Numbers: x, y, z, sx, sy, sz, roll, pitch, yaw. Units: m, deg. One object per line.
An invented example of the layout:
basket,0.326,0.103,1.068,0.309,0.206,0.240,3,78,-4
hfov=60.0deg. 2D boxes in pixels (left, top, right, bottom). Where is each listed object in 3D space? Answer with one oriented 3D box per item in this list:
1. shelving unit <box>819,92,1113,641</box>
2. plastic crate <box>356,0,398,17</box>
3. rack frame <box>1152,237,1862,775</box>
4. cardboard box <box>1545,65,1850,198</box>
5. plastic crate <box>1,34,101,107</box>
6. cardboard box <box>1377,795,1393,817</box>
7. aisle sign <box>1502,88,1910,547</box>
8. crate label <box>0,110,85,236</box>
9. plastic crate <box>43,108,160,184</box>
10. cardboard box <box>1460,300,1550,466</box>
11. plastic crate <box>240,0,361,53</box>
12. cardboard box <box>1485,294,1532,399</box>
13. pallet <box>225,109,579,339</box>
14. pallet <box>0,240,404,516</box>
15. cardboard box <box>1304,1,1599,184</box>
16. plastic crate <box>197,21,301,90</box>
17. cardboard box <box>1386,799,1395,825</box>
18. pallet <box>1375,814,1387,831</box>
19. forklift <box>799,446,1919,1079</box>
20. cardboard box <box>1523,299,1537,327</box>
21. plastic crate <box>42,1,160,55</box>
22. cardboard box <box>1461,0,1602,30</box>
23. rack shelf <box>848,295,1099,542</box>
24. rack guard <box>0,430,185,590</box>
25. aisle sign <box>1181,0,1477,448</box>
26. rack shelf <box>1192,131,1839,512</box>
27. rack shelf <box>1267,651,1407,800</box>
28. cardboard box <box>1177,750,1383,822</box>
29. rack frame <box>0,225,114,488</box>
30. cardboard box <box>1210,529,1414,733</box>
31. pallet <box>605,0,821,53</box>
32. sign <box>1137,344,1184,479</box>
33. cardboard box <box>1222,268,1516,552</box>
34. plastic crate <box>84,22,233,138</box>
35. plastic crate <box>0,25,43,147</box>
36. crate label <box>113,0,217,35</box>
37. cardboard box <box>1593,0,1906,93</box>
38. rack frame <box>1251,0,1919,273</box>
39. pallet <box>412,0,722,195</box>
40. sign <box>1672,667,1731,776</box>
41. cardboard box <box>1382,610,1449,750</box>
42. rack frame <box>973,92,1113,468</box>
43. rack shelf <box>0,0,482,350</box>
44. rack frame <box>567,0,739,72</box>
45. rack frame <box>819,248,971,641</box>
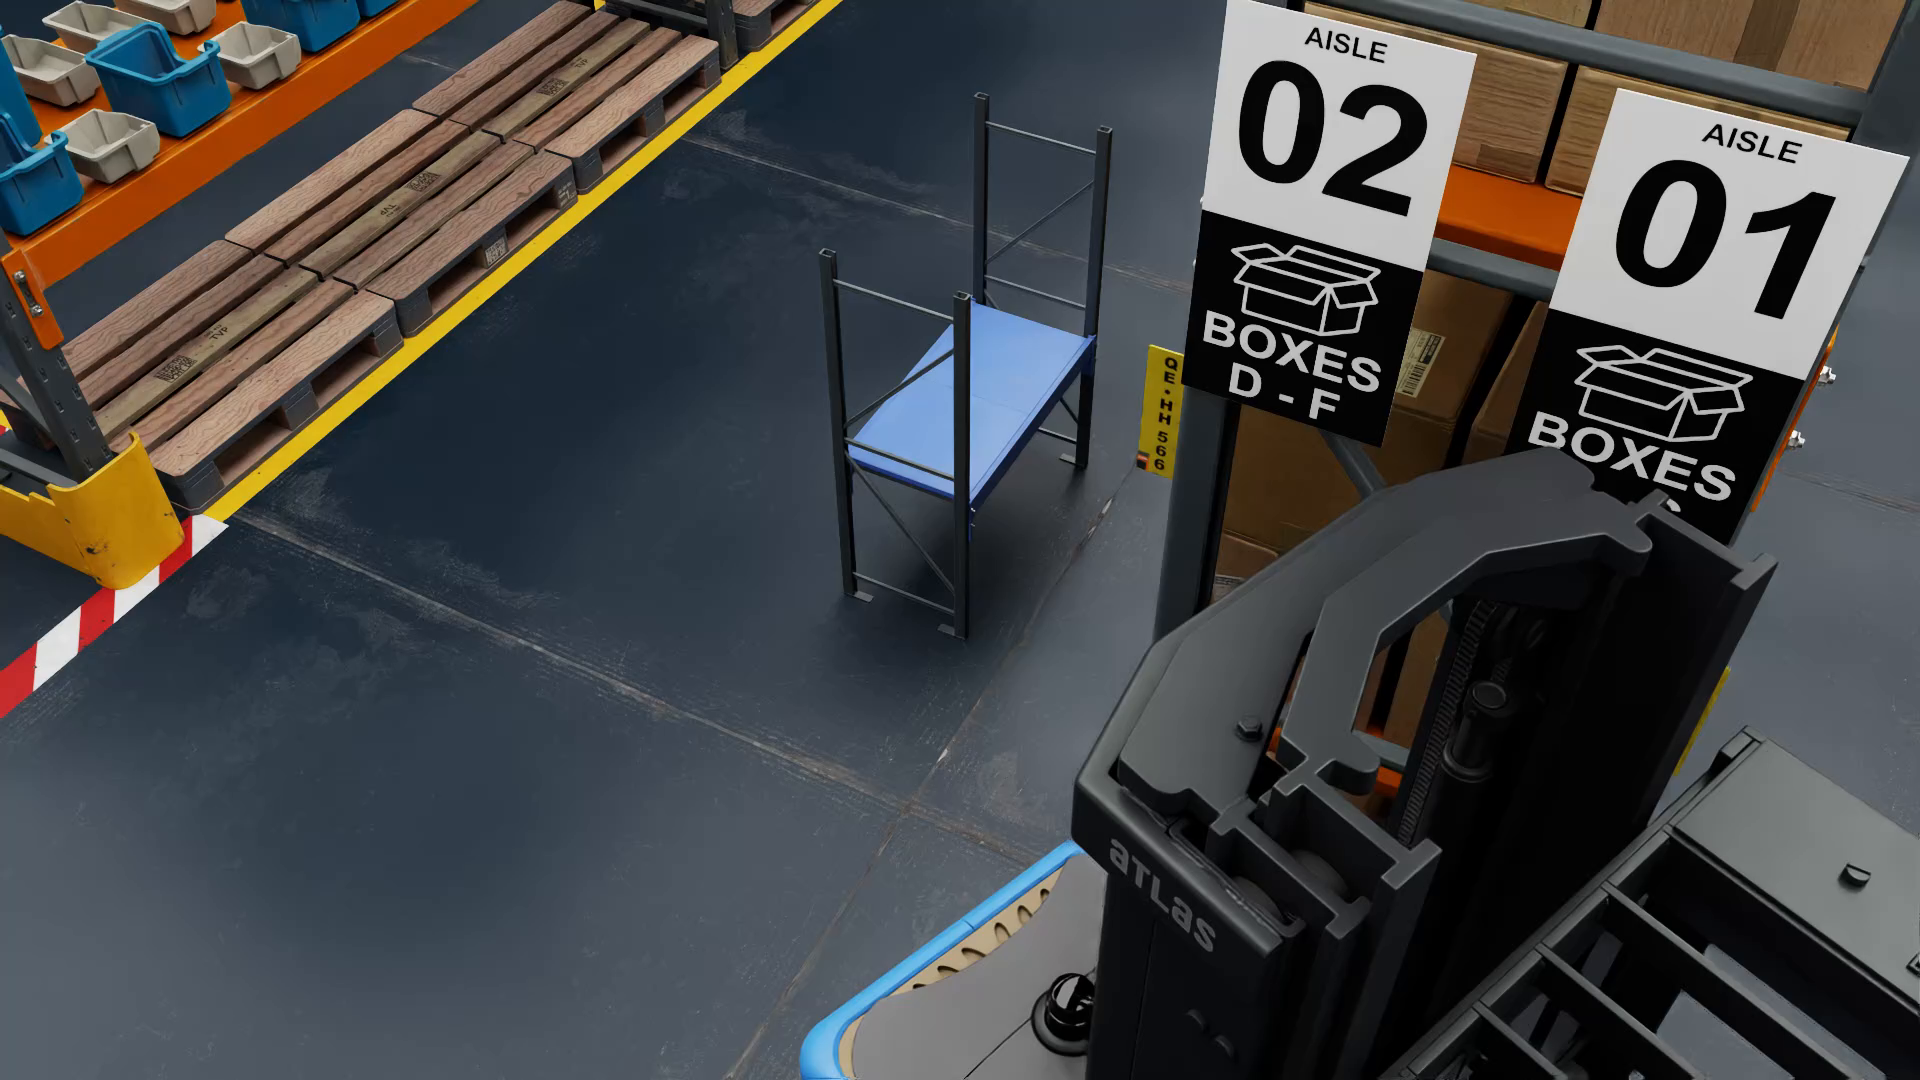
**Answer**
shelving unit,0.040,-0.581,5.770,0.538,1.500,1.048,20,49,19
plastic crate,-2.332,-2.203,6.394,0.416,0.233,0.300,20,49,19
rack frame,0.897,0.462,3.684,1.000,3.000,0.127,20,49,19
cardboard box,1.361,-0.779,2.907,0.500,0.250,0.500,20,49,19
plastic crate,-3.270,-1.677,5.942,0.396,0.136,0.243,20,49,19
cardboard box,1.199,0.654,5.177,0.380,0.166,0.250,20,49,19
aisle sign,1.126,-0.311,2.621,0.394,0.787,0.004,20,49,19
crate label,-3.082,-1.184,5.387,0.416,0.233,0.303,20,49,19
plastic crate,-2.860,-1.325,5.594,0.250,0.136,0.298,20,49,19
cardboard box,1.337,-0.117,3.483,0.500,0.500,0.500,22,49,20
plastic crate,-2.471,-2.014,6.207,0.416,0.233,0.300,20,49,19
cardboard box,1.094,-0.614,3.974,0.500,0.500,0.500,22,49,20
pallet,-2.504,-1.468,7.552,1.003,0.211,1.213,20,49,19
pallet,-3.071,-0.702,6.795,1.003,0.211,1.213,20,49,19
cardboard box,0.902,-0.950,3.076,0.500,0.250,0.500,20,49,19
plastic crate,-2.545,-1.753,6.016,0.250,0.136,0.298,20,49,19
cardboard box,1.633,0.710,5.063,0.500,0.250,0.500,20,49,19
pallet,1.302,0.892,5.220,1.003,0.211,1.213,20,49,19
forklift,0.962,1.409,2.796,1.130,2.935,3.031,-31,53,-27
cardboard box,1.573,-0.449,3.811,0.500,0.500,0.500,21,49,19
plastic crate,-3.123,-1.855,6.118,0.396,0.136,0.243,20,49,19
cardboard box,0.910,-1.123,2.896,0.500,0.250,0.500,20,49,19
rack shelf,0.040,-0.455,5.898,0.538,0.185,1.000,20,49,19
rack guard,-3.488,-0.277,6.173,1.175,0.500,0.348,20,49,19
aisle sign,0.594,-0.510,2.817,0.394,0.787,0.004,20,49,19
rack shelf,1.826,-1.599,4.118,1.077,0.370,4.000,20,49,19
rack shelf,1.826,-0.545,5.185,1.077,0.370,4.000,20,49,19
cardboard box,0.932,0.763,4.835,0.500,0.500,0.500,20,49,19
rack frame,-3.488,-1.175,5.303,1.000,3.000,0.127,20,49,19
cardboard box,0.864,0.055,4.016,0.500,0.500,0.500,22,49,20
pallet,-1.236,-3.187,9.252,1.003,0.211,1.213,20,49,19
sign,0.415,-0.252,3.353,0.100,0.325,0.005,20,49,19
cardboard box,0.860,-0.295,3.660,0.500,0.500,0.500,20,49,19
plastic crate,-2.776,-1.599,5.797,0.416,0.233,0.300,20,49,19
plastic crate,-3.498,-1.481,5.538,0.616,0.435,0.499,20,49,19
crate label,-3.015,-2.039,6.299,0.396,0.136,0.243,20,49,19
cardboard box,1.366,-0.953,2.728,0.500,0.250,0.500,20,49,19
rack frame,0.897,-1.646,1.550,1.000,3.000,0.127,20,49,19
pallet,-1.938,-2.239,8.314,1.003,0.211,1.213,20,49,19
sign,1.378,0.337,3.199,0.100,0.325,0.005,20,49,19
cardboard box,1.337,0.235,3.839,0.500,0.500,0.500,21,49,20
rack frame,0.276,-0.901,6.086,0.500,1.500,0.032,20,49,19
rack shelf,-2.560,-2.182,6.804,1.077,0.370,4.000,20,49,19
rack frame,-1.631,-3.695,7.793,1.000,3.000,0.127,20,49,19
rack frame,-0.196,-0.261,5.453,0.500,1.500,0.032,20,49,19
